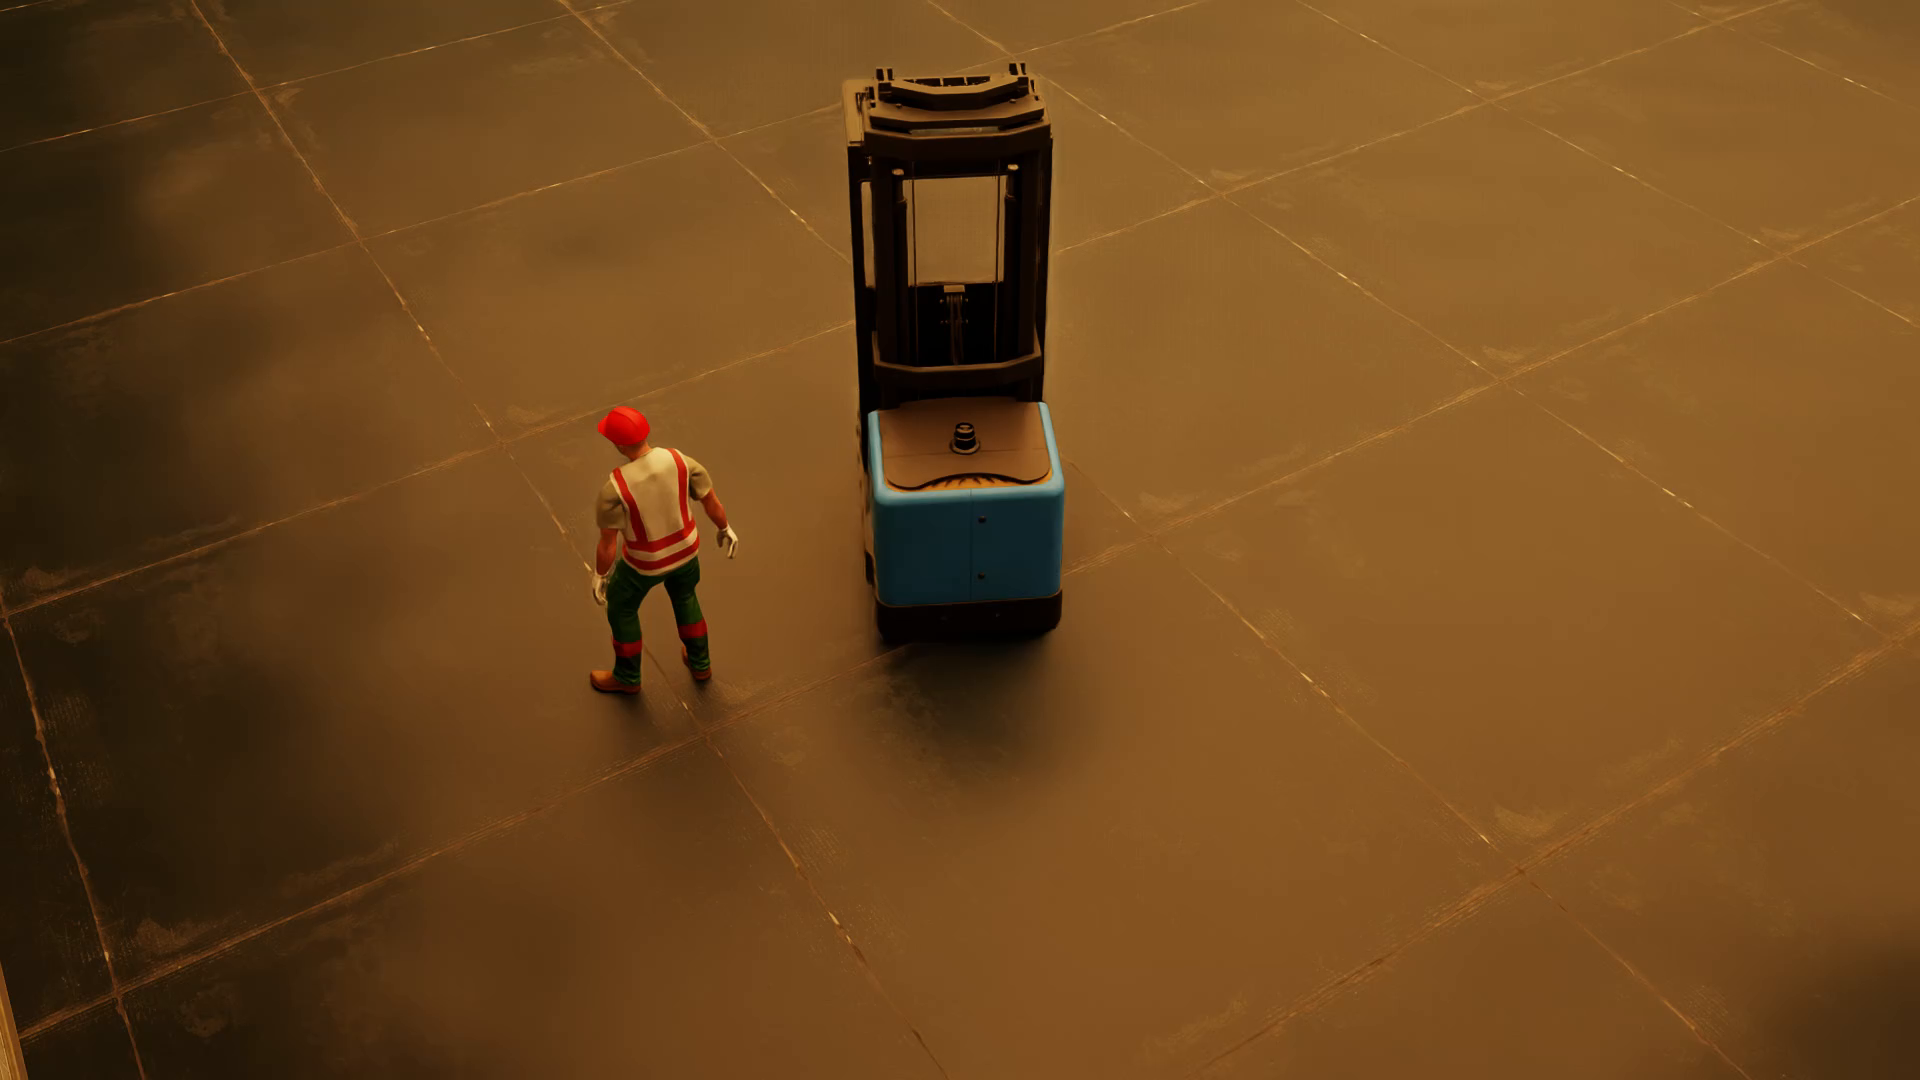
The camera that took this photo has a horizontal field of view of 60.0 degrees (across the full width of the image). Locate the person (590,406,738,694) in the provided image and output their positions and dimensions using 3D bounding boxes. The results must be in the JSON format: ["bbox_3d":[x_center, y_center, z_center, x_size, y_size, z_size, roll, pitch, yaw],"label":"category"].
[{"bbox_3d":[-1.614,0.047,8.718,0.856,1.748,0.435,-25,47,-26],"label":"person"}]

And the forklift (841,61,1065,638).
[{"bbox_3d":[-0.078,-1.514,9.604,1.130,2.935,3.031,-3,41,-4],"label":"forklift"}]
